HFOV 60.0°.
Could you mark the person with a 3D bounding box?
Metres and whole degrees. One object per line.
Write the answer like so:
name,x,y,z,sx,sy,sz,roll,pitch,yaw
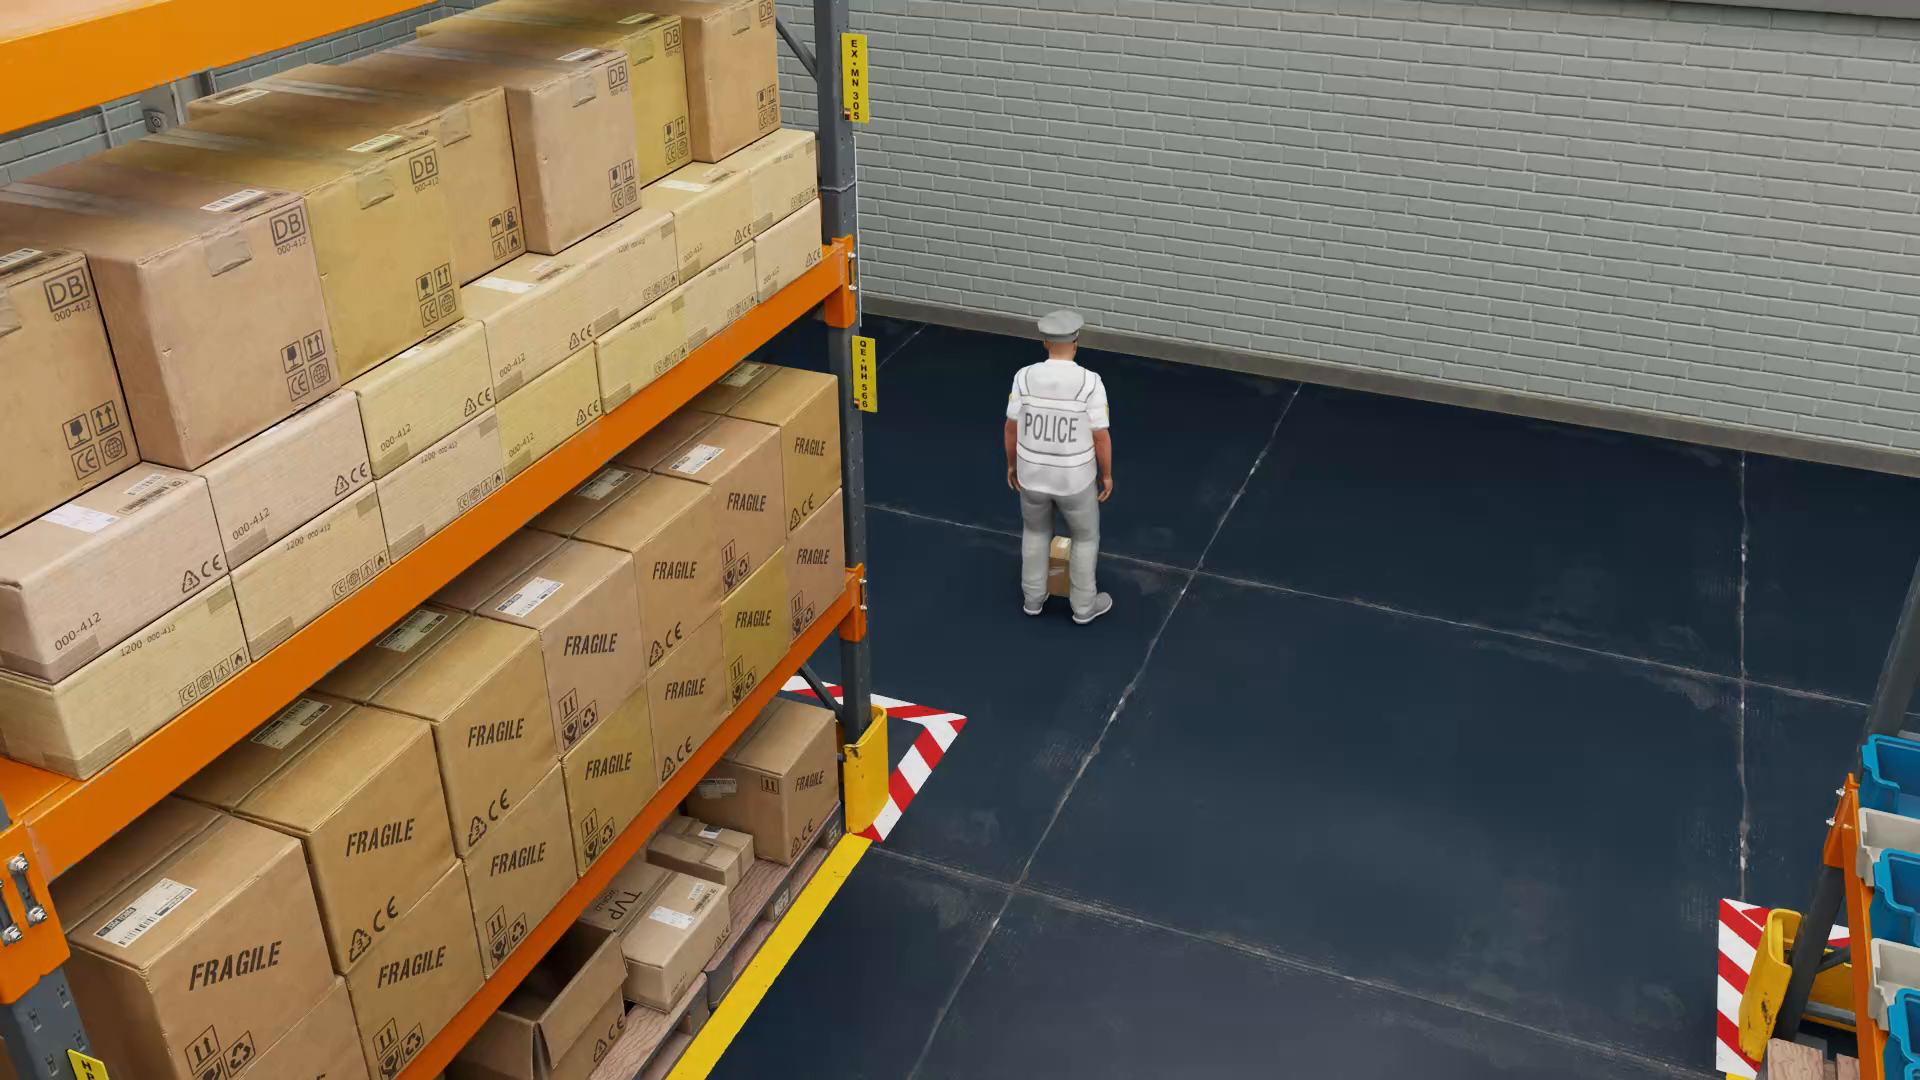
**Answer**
person,0.535,-0.360,9.030,0.605,1.747,0.436,9,31,16
